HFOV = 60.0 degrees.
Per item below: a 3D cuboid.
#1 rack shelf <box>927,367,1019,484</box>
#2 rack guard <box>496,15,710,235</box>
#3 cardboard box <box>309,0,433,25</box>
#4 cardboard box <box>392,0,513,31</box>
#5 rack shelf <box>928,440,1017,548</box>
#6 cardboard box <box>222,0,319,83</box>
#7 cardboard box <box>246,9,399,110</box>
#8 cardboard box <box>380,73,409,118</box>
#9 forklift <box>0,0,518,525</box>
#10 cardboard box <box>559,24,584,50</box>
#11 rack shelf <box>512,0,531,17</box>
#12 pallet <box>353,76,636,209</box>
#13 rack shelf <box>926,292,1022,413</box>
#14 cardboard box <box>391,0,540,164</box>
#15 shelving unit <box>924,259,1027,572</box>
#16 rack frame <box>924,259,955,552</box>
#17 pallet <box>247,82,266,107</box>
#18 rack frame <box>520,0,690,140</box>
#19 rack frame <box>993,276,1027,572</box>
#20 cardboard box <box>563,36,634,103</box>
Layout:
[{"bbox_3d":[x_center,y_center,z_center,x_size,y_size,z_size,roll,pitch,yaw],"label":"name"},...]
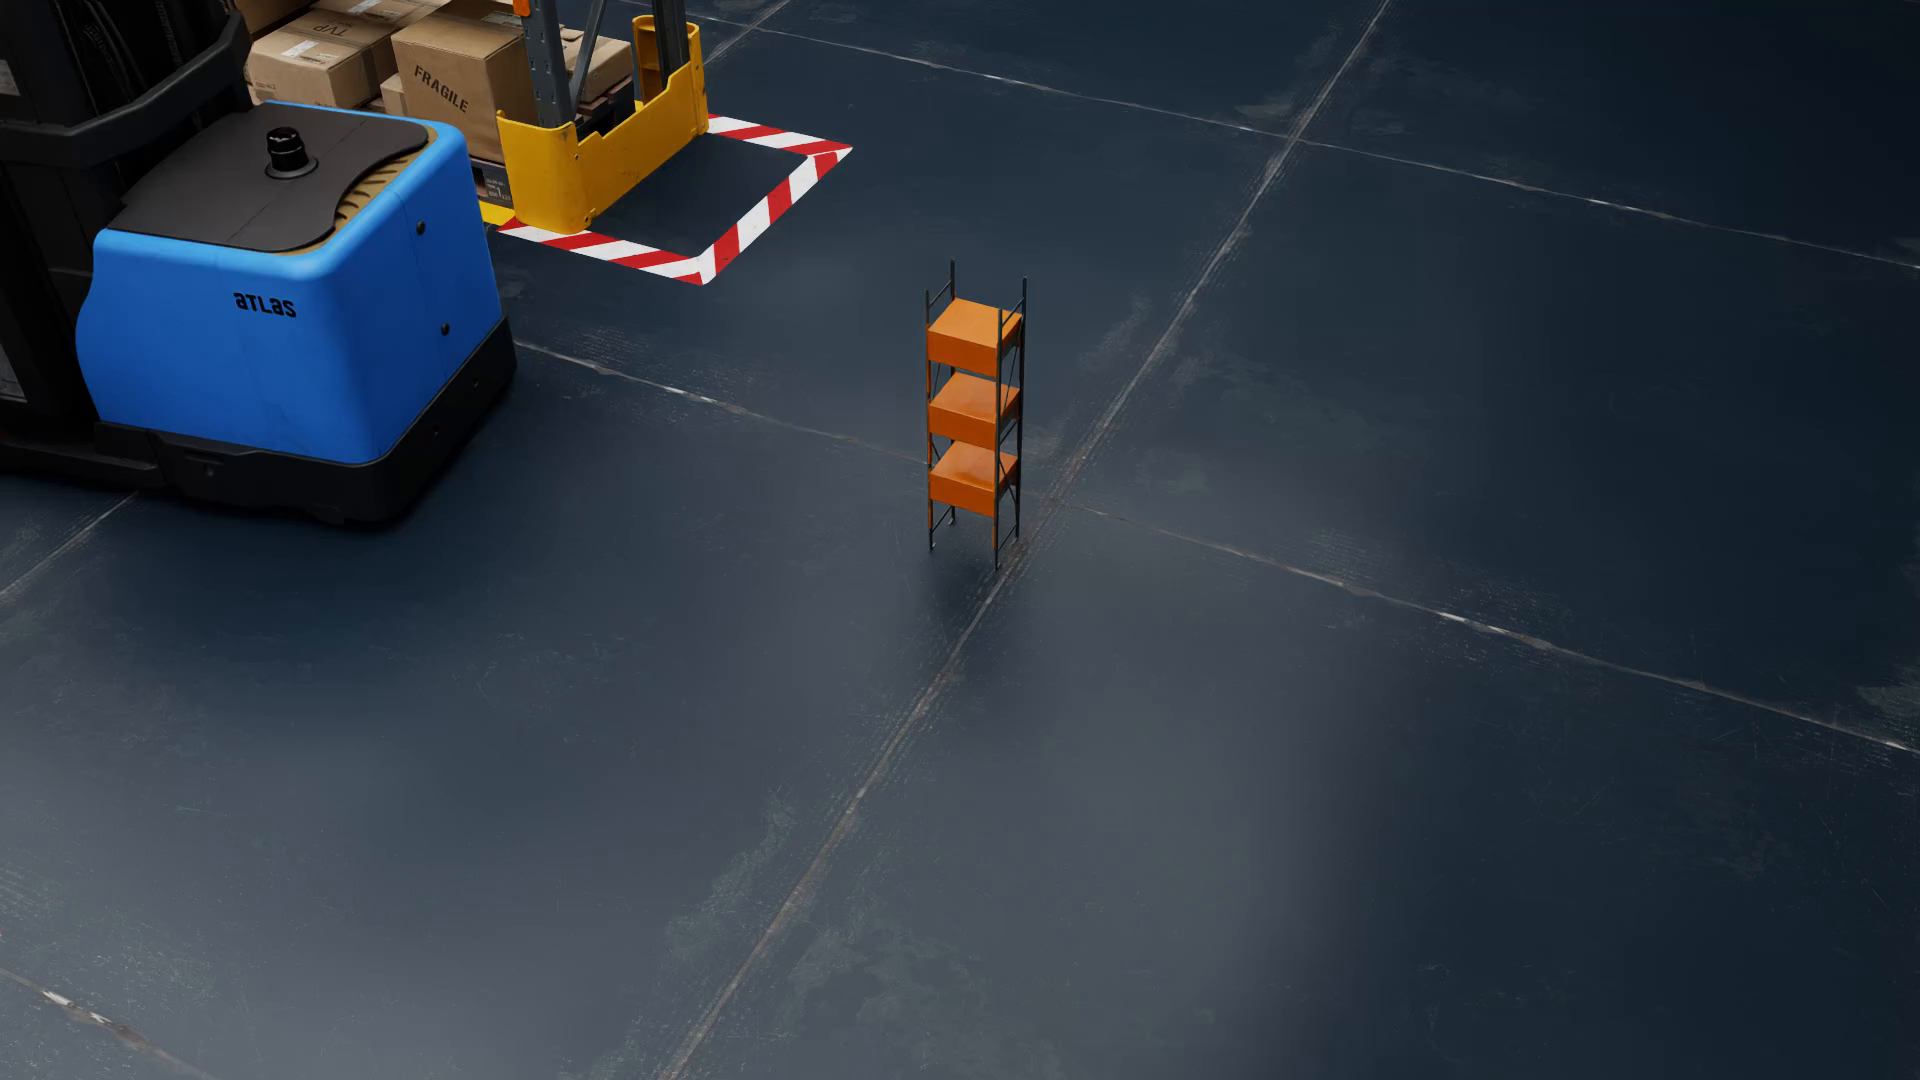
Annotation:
[{"bbox_3d":[0.048,-0.374,5.396,0.240,0.259,0.215,17,44,19],"label":"rack shelf"},{"bbox_3d":[-1.595,-1.907,7.569,0.348,0.500,1.175,17,44,19],"label":"rack guard"},{"bbox_3d":[-2.805,-2.554,8.170,0.500,0.250,0.500,17,44,19],"label":"cardboard box"},{"bbox_3d":[-2.352,-2.415,8.010,0.500,0.250,0.500,17,44,19],"label":"cardboard box"},{"bbox_3d":[0.048,-0.164,5.578,0.240,0.259,0.215,17,44,19],"label":"rack shelf"},{"bbox_3d":[-3.446,-2.644,8.081,0.637,0.503,0.797,17,44,19],"label":"cardboard box"},{"bbox_3d":[-2.971,-2.243,7.811,0.500,0.250,0.500,17,44,19],"label":"cardboard box"},{"bbox_3d":[-2.452,-2.096,7.706,0.250,0.166,0.380,17,44,19],"label":"cardboard box"},{"bbox_3d":[-3.280,-1.686,5.458,3.031,2.935,1.130,10,42,11],"label":"forklift"},{"bbox_3d":[-1.987,-2.316,7.959,0.250,0.166,0.380,17,44,19],"label":"cardboard box"},{"bbox_3d":[-3.338,-3.113,7.600,4.000,0.370,1.077,17,44,19],"label":"rack shelf"},{"bbox_3d":[-2.318,-2.018,7.918,1.213,0.211,1.003,17,44,19],"label":"pallet"},{"bbox_3d":[0.048,-0.588,5.210,0.240,0.259,0.215,17,44,19],"label":"rack shelf"},{"bbox_3d":[-2.123,-2.057,7.405,0.500,0.500,0.500,17,44,19],"label":"cardboard box"},{"bbox_3d":[0.048,-0.382,5.389,0.252,1.050,0.215,17,44,19],"label":"shelving unit"},{"bbox_3d":[-0.062,-0.416,5.428,0.008,1.050,0.200,17,44,19],"label":"rack frame"},{"bbox_3d":[-3.419,-2.357,8.308,1.213,0.211,1.003,17,44,19],"label":"pallet"},{"bbox_3d":[-1.526,-2.831,6.726,0.127,3.000,1.000,17,44,19],"label":"rack frame"},{"bbox_3d":[0.159,-0.348,5.350,0.008,1.050,0.200,17,44,19],"label":"rack frame"},{"bbox_3d":[-1.760,-2.240,7.885,0.250,0.149,0.380,17,44,19],"label":"cardboard box"}]
